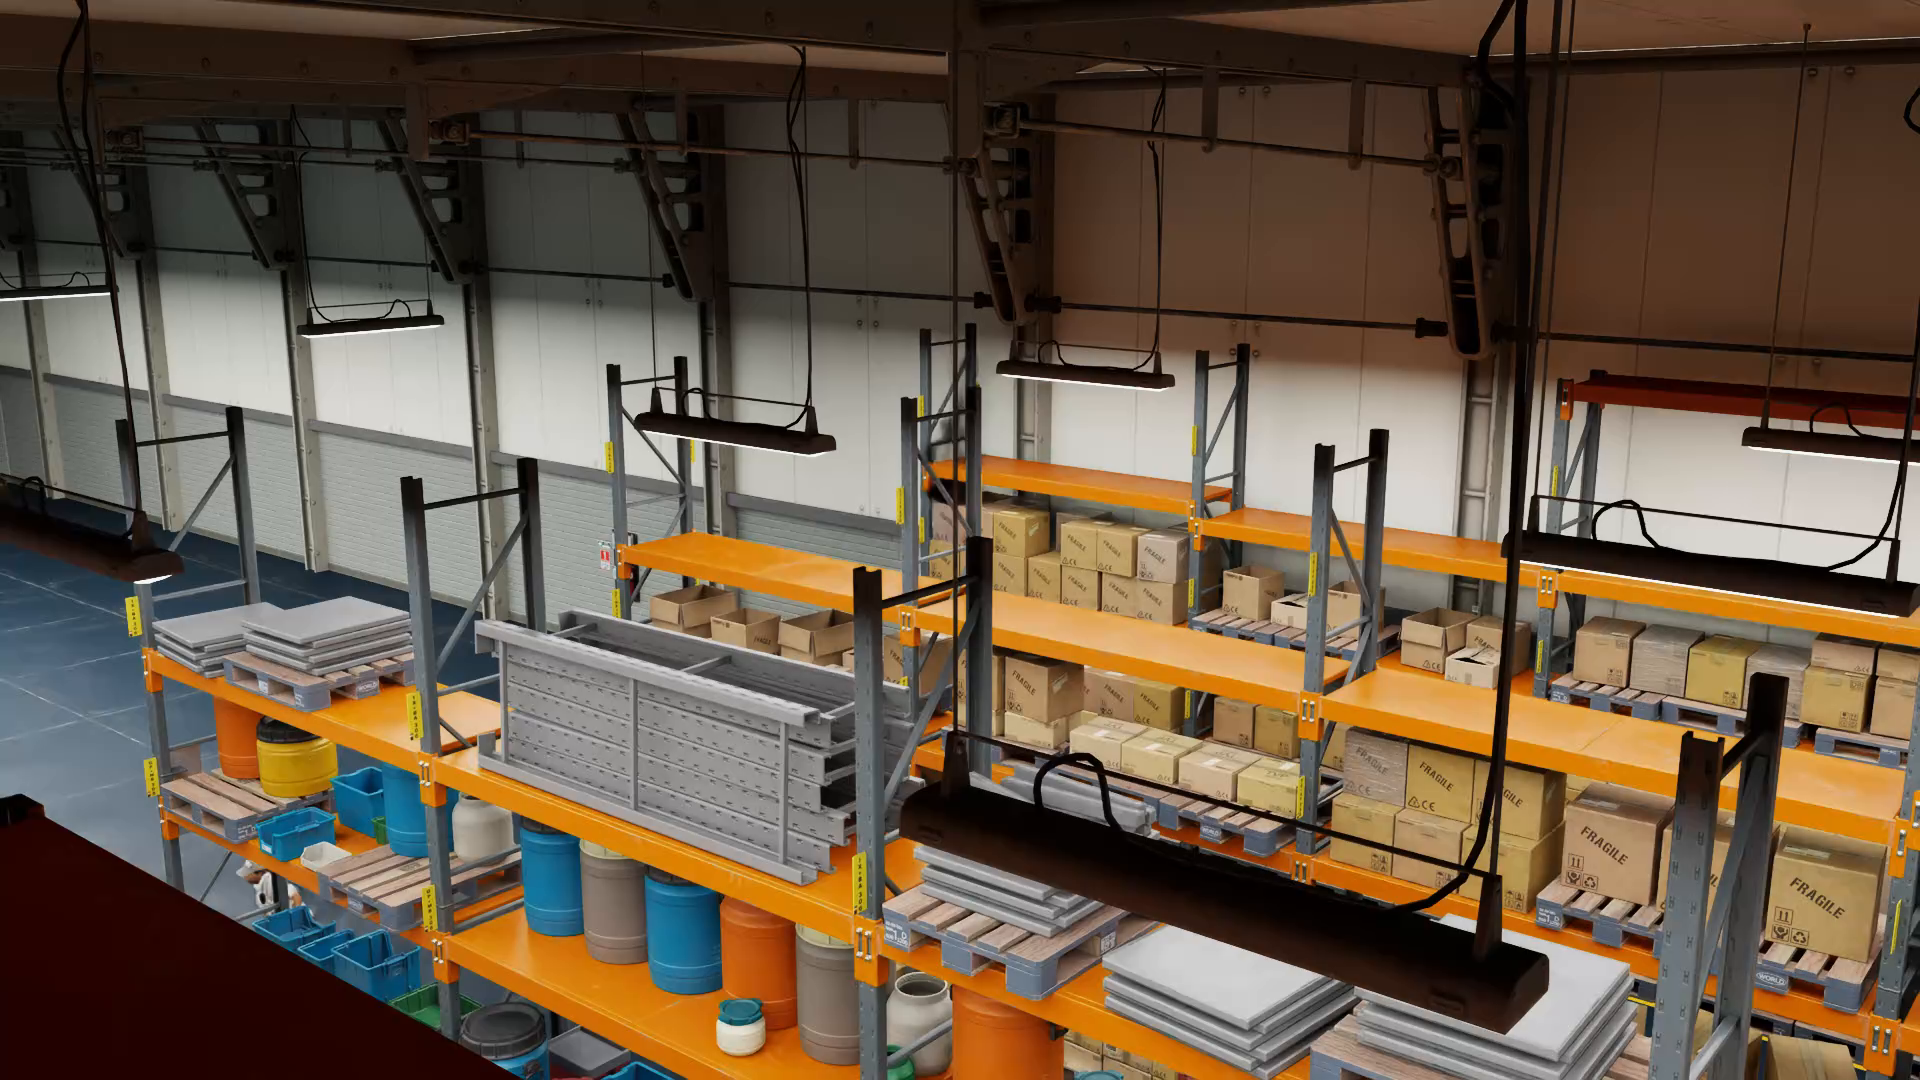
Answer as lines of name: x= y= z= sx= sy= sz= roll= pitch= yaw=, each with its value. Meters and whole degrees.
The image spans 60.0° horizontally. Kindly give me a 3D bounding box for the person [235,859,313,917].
person: x=-6.434 y=3.754 z=16.137 sx=1.003 sy=1.626 sz=0.627 roll=-11 pitch=17 yaw=-41
